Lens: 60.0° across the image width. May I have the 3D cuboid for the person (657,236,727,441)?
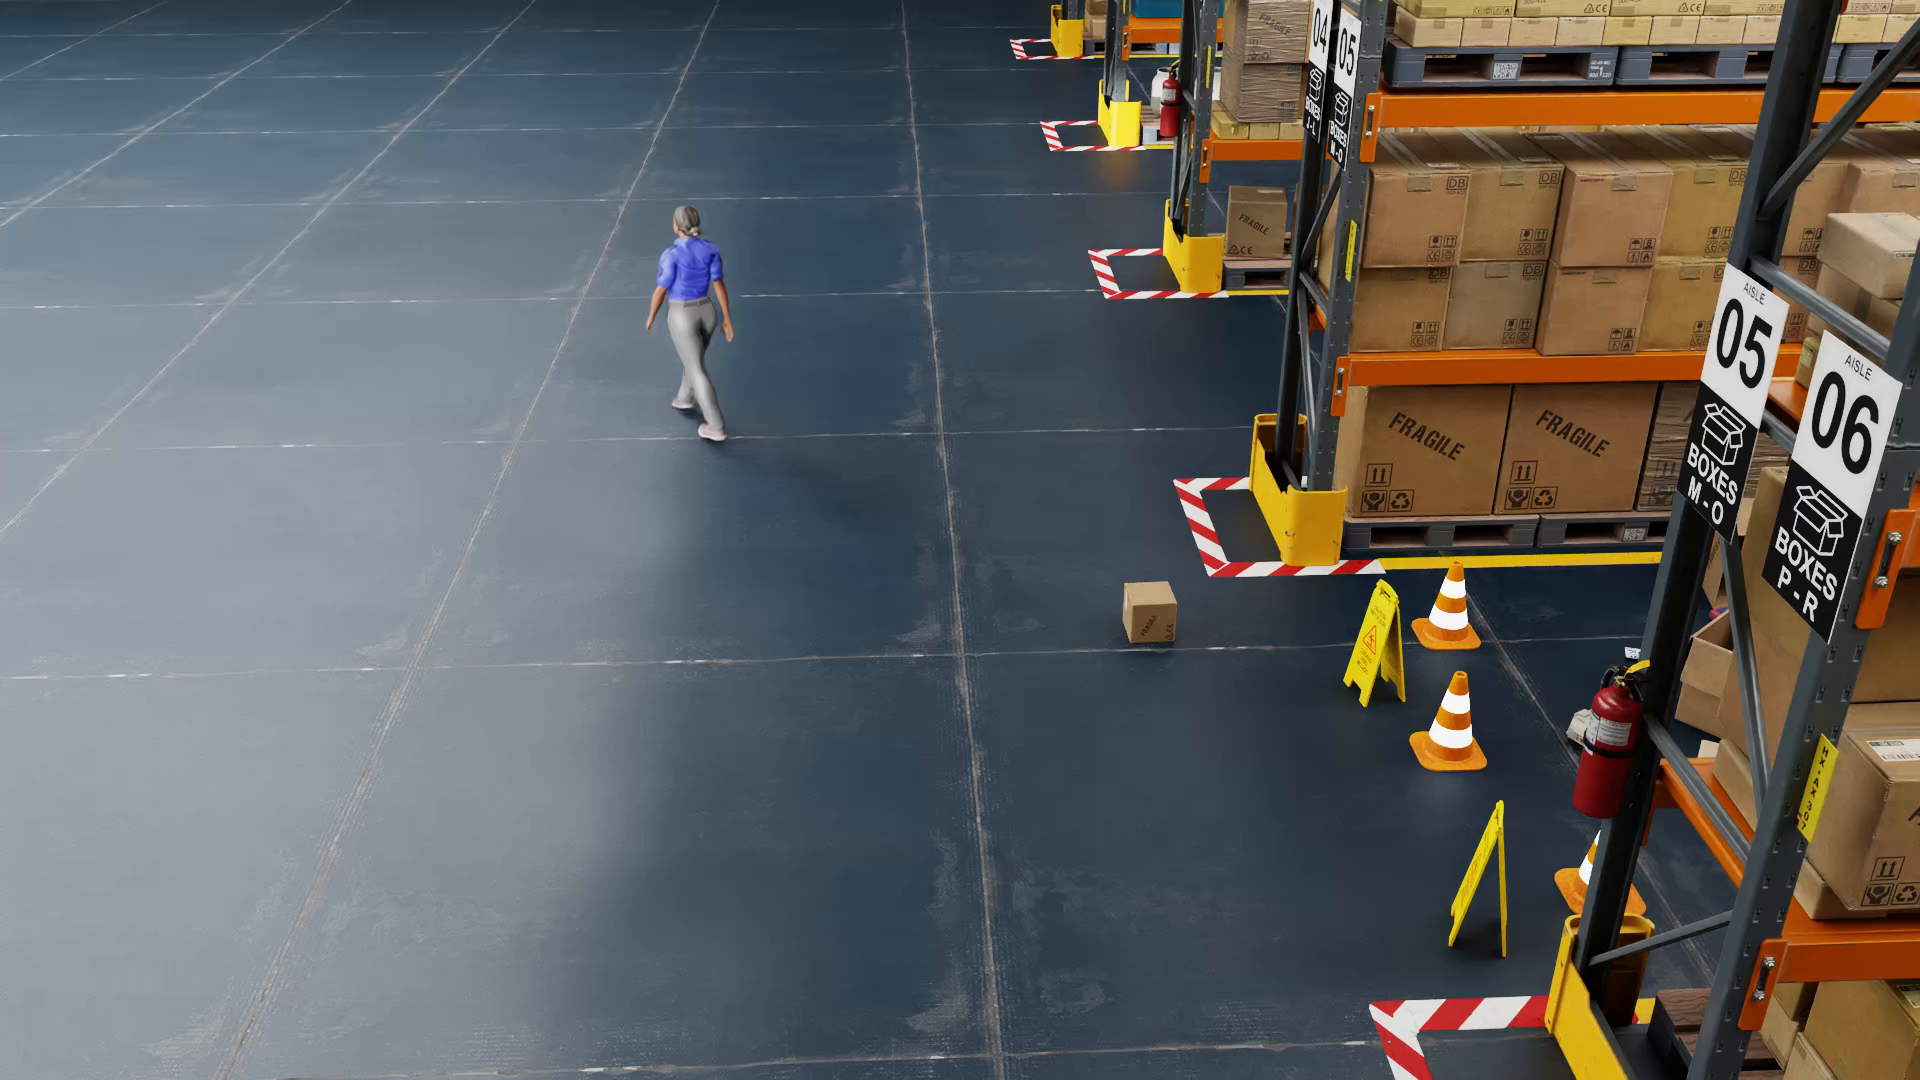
[{"bbox_3d":[-1.917,-1.450,11.596,0.448,1.408,0.885,-24,36,-37],"label":"person"}]
